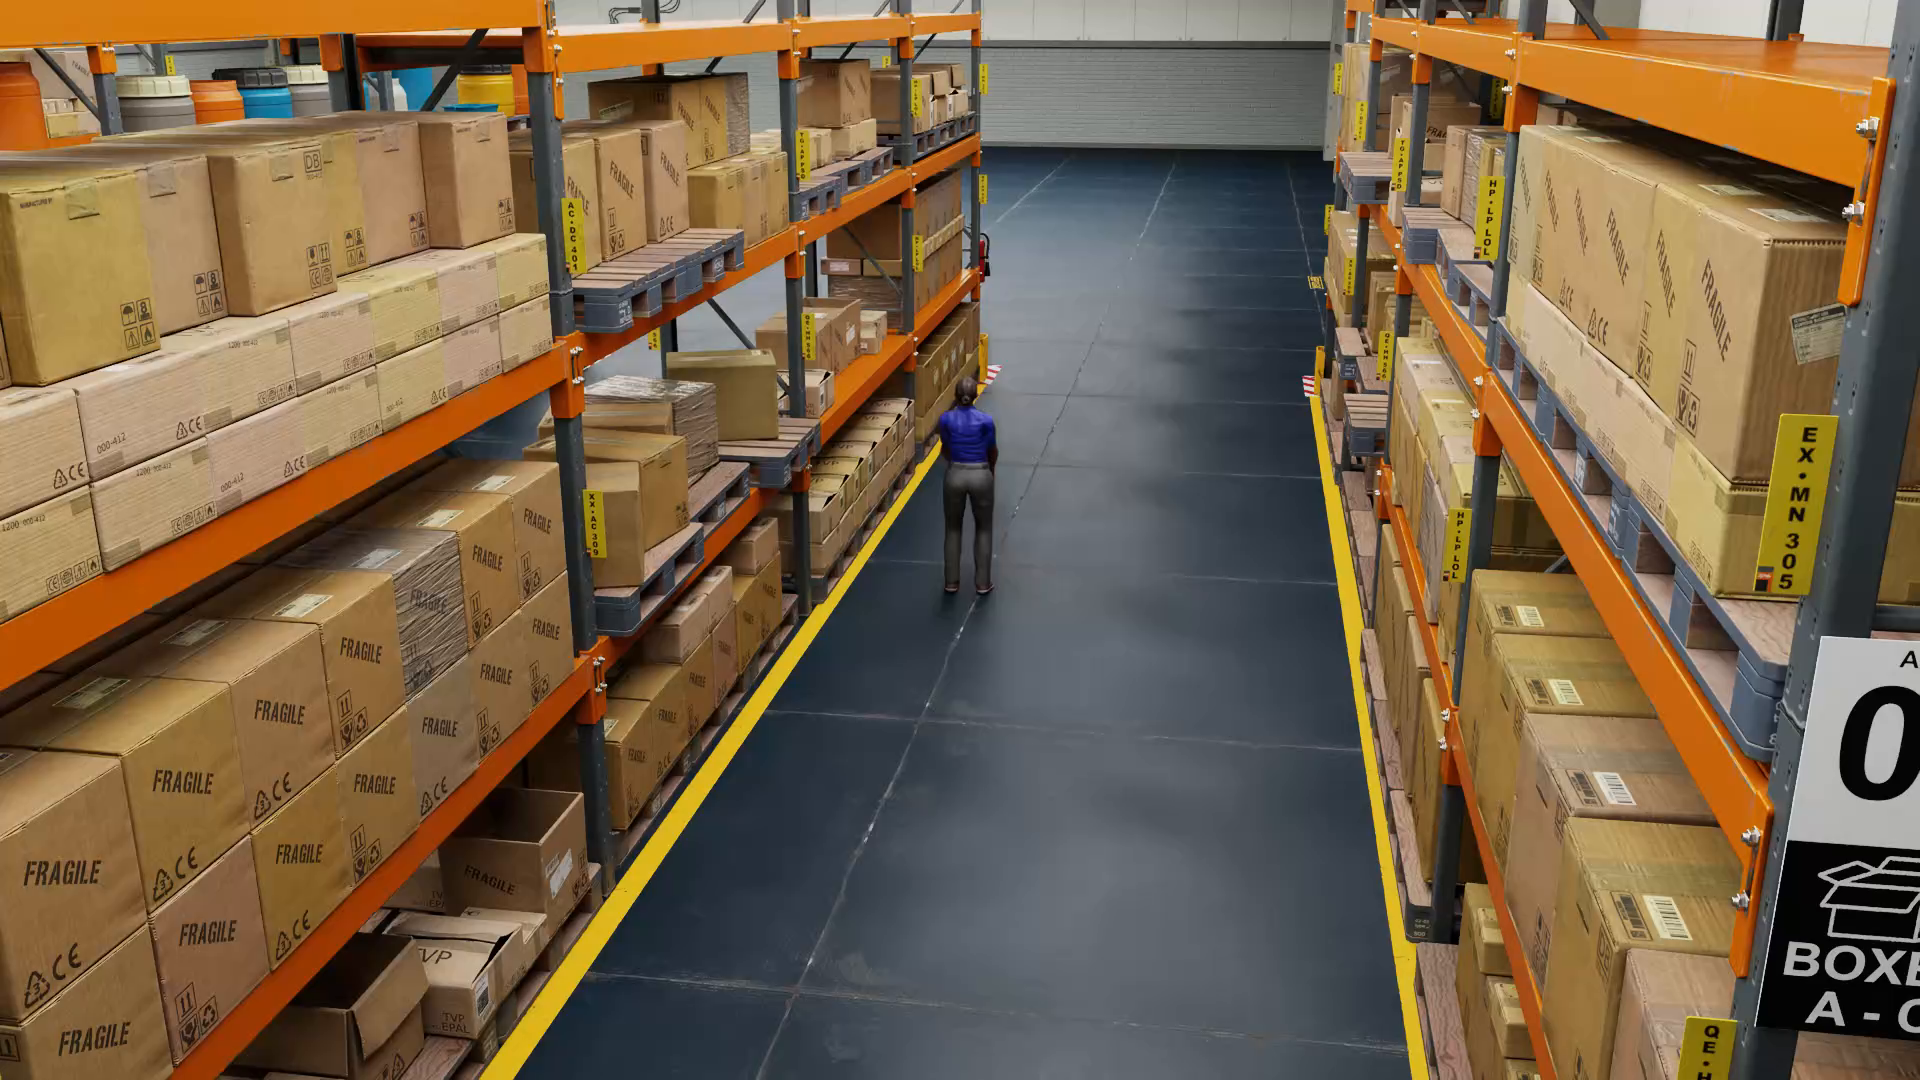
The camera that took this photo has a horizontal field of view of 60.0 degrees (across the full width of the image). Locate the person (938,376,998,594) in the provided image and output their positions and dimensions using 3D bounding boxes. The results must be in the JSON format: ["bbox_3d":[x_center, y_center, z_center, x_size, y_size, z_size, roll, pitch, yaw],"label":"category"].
[{"bbox_3d":[0.070,-0.435,12.415,0.435,1.656,0.504,2,18,8],"label":"person"}]
